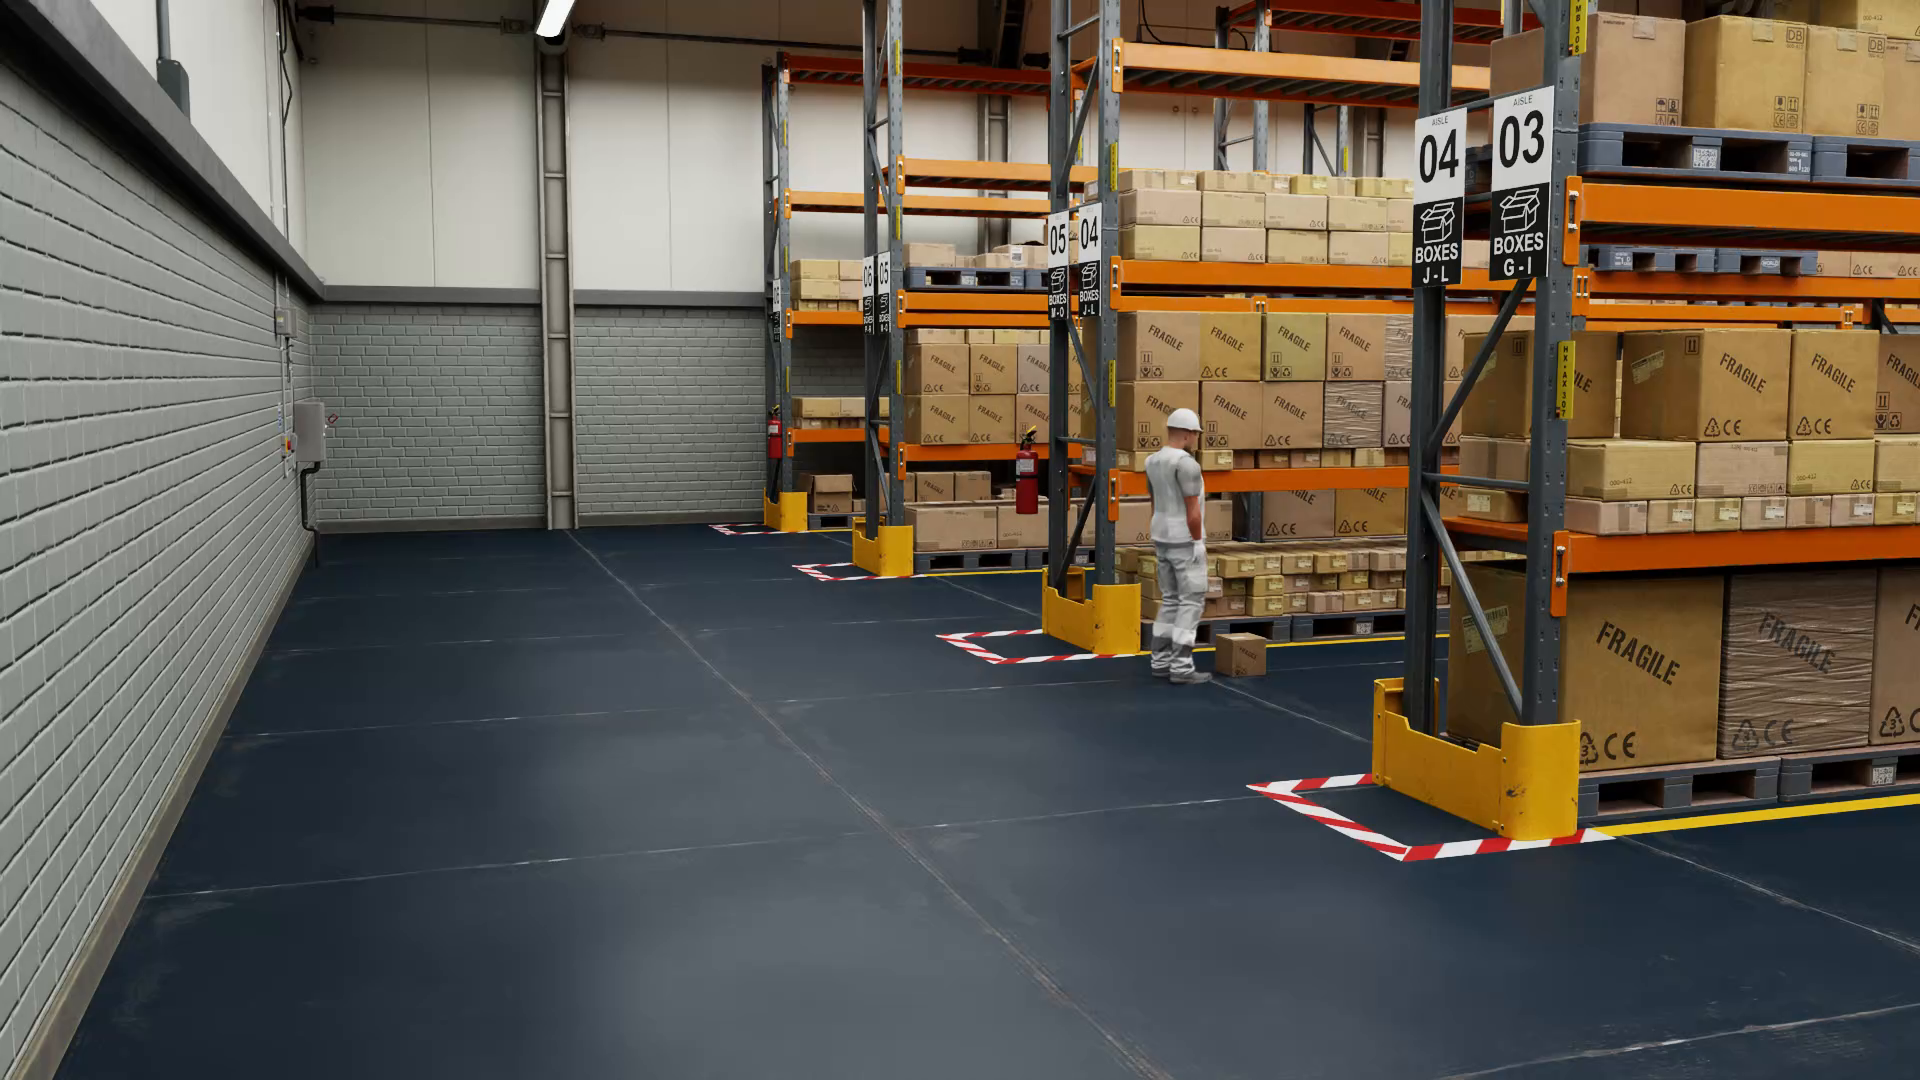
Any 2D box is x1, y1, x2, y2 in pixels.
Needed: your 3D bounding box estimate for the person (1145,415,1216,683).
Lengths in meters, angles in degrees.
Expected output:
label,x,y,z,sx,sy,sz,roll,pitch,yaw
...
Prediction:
label,x,y,z,sx,sy,sz,roll,pitch,yaw
person,1.450,0.052,10.919,0.459,1.736,0.544,-3,6,-24
